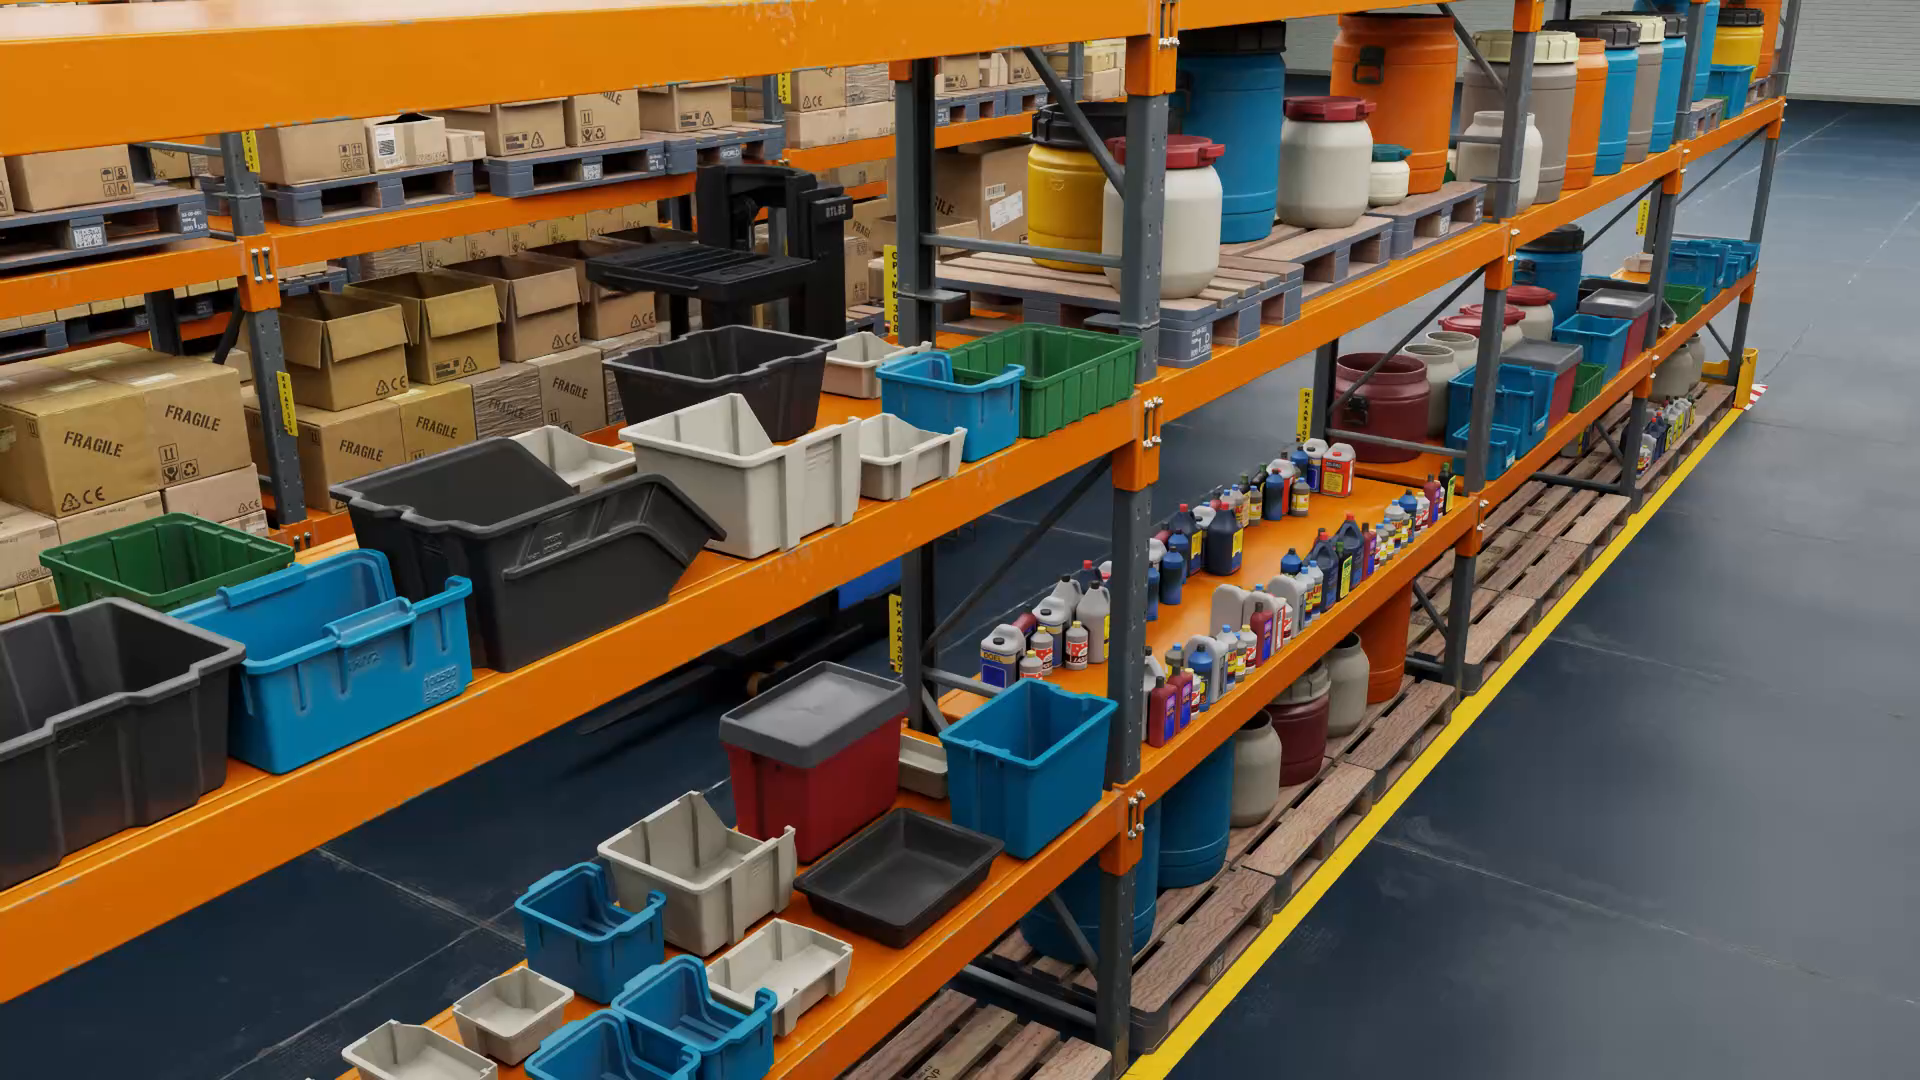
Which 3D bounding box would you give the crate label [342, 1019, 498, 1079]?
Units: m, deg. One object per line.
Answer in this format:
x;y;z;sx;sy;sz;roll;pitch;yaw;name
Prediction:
-1.409;1.419;4.398;0.396;0.136;0.243;13;24;32;crate label

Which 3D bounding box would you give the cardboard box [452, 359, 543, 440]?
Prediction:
-2.848;-0.774;9.888;0.500;0.500;0.500;13;24;31;cardboard box

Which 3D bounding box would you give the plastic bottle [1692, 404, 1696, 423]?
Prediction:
6.295;-1.114;14.353;0.097;0.201;0.097;0;20;0;plastic bottle

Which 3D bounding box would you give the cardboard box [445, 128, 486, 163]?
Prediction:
-2.916;-2.239;9.429;0.380;0.149;0.250;12;24;30;cardboard box

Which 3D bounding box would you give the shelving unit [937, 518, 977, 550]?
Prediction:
-0.030;-0.477;12.041;0.215;1.050;0.252;13;24;32;shelving unit

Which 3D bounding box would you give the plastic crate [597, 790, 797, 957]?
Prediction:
-0.791;1.040;5.214;0.437;0.282;0.530;13;24;32;plastic crate

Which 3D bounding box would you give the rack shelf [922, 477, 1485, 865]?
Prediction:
1.344;0.374;7.967;1.077;0.370;4.000;13;24;32;rack shelf

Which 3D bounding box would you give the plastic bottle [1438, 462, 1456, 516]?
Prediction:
2.593;-0.283;8.875;0.061;0.283;0.133;13;24;32;plastic bottle

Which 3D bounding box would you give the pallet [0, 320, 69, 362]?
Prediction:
-7.372;-1.453;12.145;1.003;0.211;1.213;13;24;32;pallet

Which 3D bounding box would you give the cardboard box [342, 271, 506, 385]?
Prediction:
-3.129;-1.252;9.737;0.797;0.503;0.637;14;24;32;cardboard box

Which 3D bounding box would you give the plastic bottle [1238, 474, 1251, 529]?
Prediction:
1.454;-0.193;8.631;0.061;0.283;0.133;13;24;32;plastic bottle

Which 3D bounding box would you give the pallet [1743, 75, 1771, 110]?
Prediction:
6.419;-3.933;14.521;1.003;0.211;1.213;13;24;32;pallet

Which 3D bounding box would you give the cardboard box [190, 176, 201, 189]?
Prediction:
-8.539;-4.026;18.583;0.380;0.149;0.250;14;25;33;cardboard box

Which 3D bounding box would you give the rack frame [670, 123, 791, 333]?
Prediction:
-1.628;-1.503;12.005;1.000;3.000;0.127;13;24;32;rack frame

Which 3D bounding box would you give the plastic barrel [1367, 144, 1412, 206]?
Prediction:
1.986;-1.740;7.916;0.301;0.262;0.301;0;20;0;plastic barrel

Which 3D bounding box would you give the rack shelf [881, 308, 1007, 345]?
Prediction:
-0.504;-1.740;13.681;1.077;0.370;4.000;13;24;32;rack shelf

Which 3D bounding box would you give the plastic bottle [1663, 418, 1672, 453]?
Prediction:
5.747;-0.861;13.551;0.061;0.283;0.133;15;25;34;plastic bottle

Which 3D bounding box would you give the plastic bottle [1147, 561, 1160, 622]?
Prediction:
0.852;0.225;7.517;0.097;0.271;0.097;0;20;0;plastic bottle

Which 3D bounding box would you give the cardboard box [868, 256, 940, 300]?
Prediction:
-0.496;-2.066;13.137;0.500;0.250;0.500;12;24;30;cardboard box

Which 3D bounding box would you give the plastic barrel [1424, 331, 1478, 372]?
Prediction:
3.106;-1.047;10.612;0.421;0.512;0.421;0;20;0;plastic barrel

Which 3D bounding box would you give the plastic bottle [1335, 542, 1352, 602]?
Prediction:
1.772;0.136;7.742;0.061;0.283;0.133;13;24;32;plastic bottle

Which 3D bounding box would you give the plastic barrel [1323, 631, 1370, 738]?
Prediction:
1.963;0.756;8.879;0.421;0.512;0.421;0;20;0;plastic barrel

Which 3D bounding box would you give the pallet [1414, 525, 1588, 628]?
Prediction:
3.622;0.207;11.400;1.003;0.211;1.213;13;24;32;pallet

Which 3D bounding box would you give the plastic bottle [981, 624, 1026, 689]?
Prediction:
0.174;0.492;6.789;0.152;0.276;0.135;13;24;32;plastic bottle

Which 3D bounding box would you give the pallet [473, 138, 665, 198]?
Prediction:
-2.573;-2.305;10.121;1.003;0.211;1.213;15;25;34;pallet

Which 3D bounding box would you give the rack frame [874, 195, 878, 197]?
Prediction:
-1.177;-4.795;20.904;1.000;3.000;0.127;13;24;32;rack frame

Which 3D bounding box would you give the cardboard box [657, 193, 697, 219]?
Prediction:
-3.228;-3.826;18.068;0.875;0.550;0.550;13;24;32;cardboard box

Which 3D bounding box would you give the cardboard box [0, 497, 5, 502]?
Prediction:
-4.641;-0.199;8.267;0.500;0.250;0.500;13;24;32;cardboard box

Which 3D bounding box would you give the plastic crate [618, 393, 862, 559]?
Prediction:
-0.528;-0.169;4.245;0.437;0.282;0.530;13;24;32;plastic crate

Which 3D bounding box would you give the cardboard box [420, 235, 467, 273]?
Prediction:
-4.915;-2.769;15.283;0.500;0.500;0.500;13;24;31;cardboard box

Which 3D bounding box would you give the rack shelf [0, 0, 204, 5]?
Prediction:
-5.001;-2.070;6.504;1.077;0.370;4.000;13;24;32;rack shelf

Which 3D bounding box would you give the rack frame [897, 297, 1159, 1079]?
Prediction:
0.219;0.610;6.291;1.000;3.000;0.127;13;24;32;rack frame

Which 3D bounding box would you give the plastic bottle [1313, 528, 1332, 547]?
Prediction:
1.728;0.070;7.921;0.061;0.283;0.133;13;24;32;plastic bottle

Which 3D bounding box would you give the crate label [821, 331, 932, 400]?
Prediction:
-0.295;-0.589;5.589;0.293;0.136;0.466;13;24;32;crate label

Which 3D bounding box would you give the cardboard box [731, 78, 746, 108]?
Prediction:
-1.567;-3.377;11.883;0.500;0.500;0.500;14;24;33;cardboard box

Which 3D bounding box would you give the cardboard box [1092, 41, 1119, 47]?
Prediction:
1.300;-4.703;15.974;0.380;0.149;0.250;15;25;34;cardboard box

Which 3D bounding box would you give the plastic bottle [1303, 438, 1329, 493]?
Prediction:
1.957;-0.418;9.250;0.152;0.276;0.135;13;24;32;plastic bottle

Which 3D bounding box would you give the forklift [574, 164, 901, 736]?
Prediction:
-1.413;-0.625;9.731;1.130;2.935;3.031;14;24;32;forklift

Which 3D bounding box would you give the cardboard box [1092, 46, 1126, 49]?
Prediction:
1.424;-4.450;15.289;0.380;0.149;0.250;14;25;33;cardboard box

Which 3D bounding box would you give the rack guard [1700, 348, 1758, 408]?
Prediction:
6.961;-1.629;15.949;1.175;0.500;0.348;13;24;32;rack guard

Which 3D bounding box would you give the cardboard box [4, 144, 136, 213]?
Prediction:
-4.267;-1.817;7.636;0.700;0.500;0.500;12;23;29;cardboard box

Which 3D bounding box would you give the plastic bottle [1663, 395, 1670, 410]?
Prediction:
6.042;-1.106;14.213;0.061;0.283;0.133;13;24;32;plastic bottle

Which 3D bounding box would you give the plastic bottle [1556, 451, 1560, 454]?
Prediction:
4.840;-0.890;13.531;0.144;0.351;0.185;13;24;30;plastic bottle

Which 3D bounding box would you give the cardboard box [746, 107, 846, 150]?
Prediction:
-1.154;-2.925;11.741;0.500;0.250;0.500;14;24;33;cardboard box

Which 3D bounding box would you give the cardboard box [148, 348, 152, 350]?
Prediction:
-6.835;-1.440;13.752;0.500;0.250;0.500;13;24;32;cardboard box

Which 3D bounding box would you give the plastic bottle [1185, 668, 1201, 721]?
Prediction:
0.903;0.607;6.588;0.097;0.201;0.097;0;20;0;plastic bottle

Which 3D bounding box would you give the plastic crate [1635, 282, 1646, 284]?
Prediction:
5.420;-2.077;13.935;0.530;0.136;0.437;13;24;32;plastic crate

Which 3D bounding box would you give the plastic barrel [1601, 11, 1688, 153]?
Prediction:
4.610;-3.139;11.380;0.600;0.901;0.708;13;24;32;plastic barrel

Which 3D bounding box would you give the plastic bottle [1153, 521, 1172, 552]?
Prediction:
0.961;0.059;7.950;0.061;0.283;0.133;13;24;32;plastic bottle

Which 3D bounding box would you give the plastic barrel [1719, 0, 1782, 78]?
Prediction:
6.797;-4.474;14.487;0.600;0.830;0.708;13;24;32;plastic barrel

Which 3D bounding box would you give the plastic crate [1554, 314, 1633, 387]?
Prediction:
4.354;-1.300;11.480;0.392;0.384;0.575;13;24;32;plastic crate

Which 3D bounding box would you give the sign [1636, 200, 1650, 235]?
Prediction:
6.513;-3.071;15.845;0.100;0.325;0.005;13;24;32;sign

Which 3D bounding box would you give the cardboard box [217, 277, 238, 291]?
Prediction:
-5.999;-2.132;13.461;0.380;0.149;0.250;13;24;31;cardboard box

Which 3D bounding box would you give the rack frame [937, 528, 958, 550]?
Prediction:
-0.099;-0.442;11.947;0.200;1.050;0.008;13;24;32;rack frame

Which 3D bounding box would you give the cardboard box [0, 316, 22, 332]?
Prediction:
-7.026;-1.606;12.040;0.380;0.149;0.250;13;24;32;cardboard box
